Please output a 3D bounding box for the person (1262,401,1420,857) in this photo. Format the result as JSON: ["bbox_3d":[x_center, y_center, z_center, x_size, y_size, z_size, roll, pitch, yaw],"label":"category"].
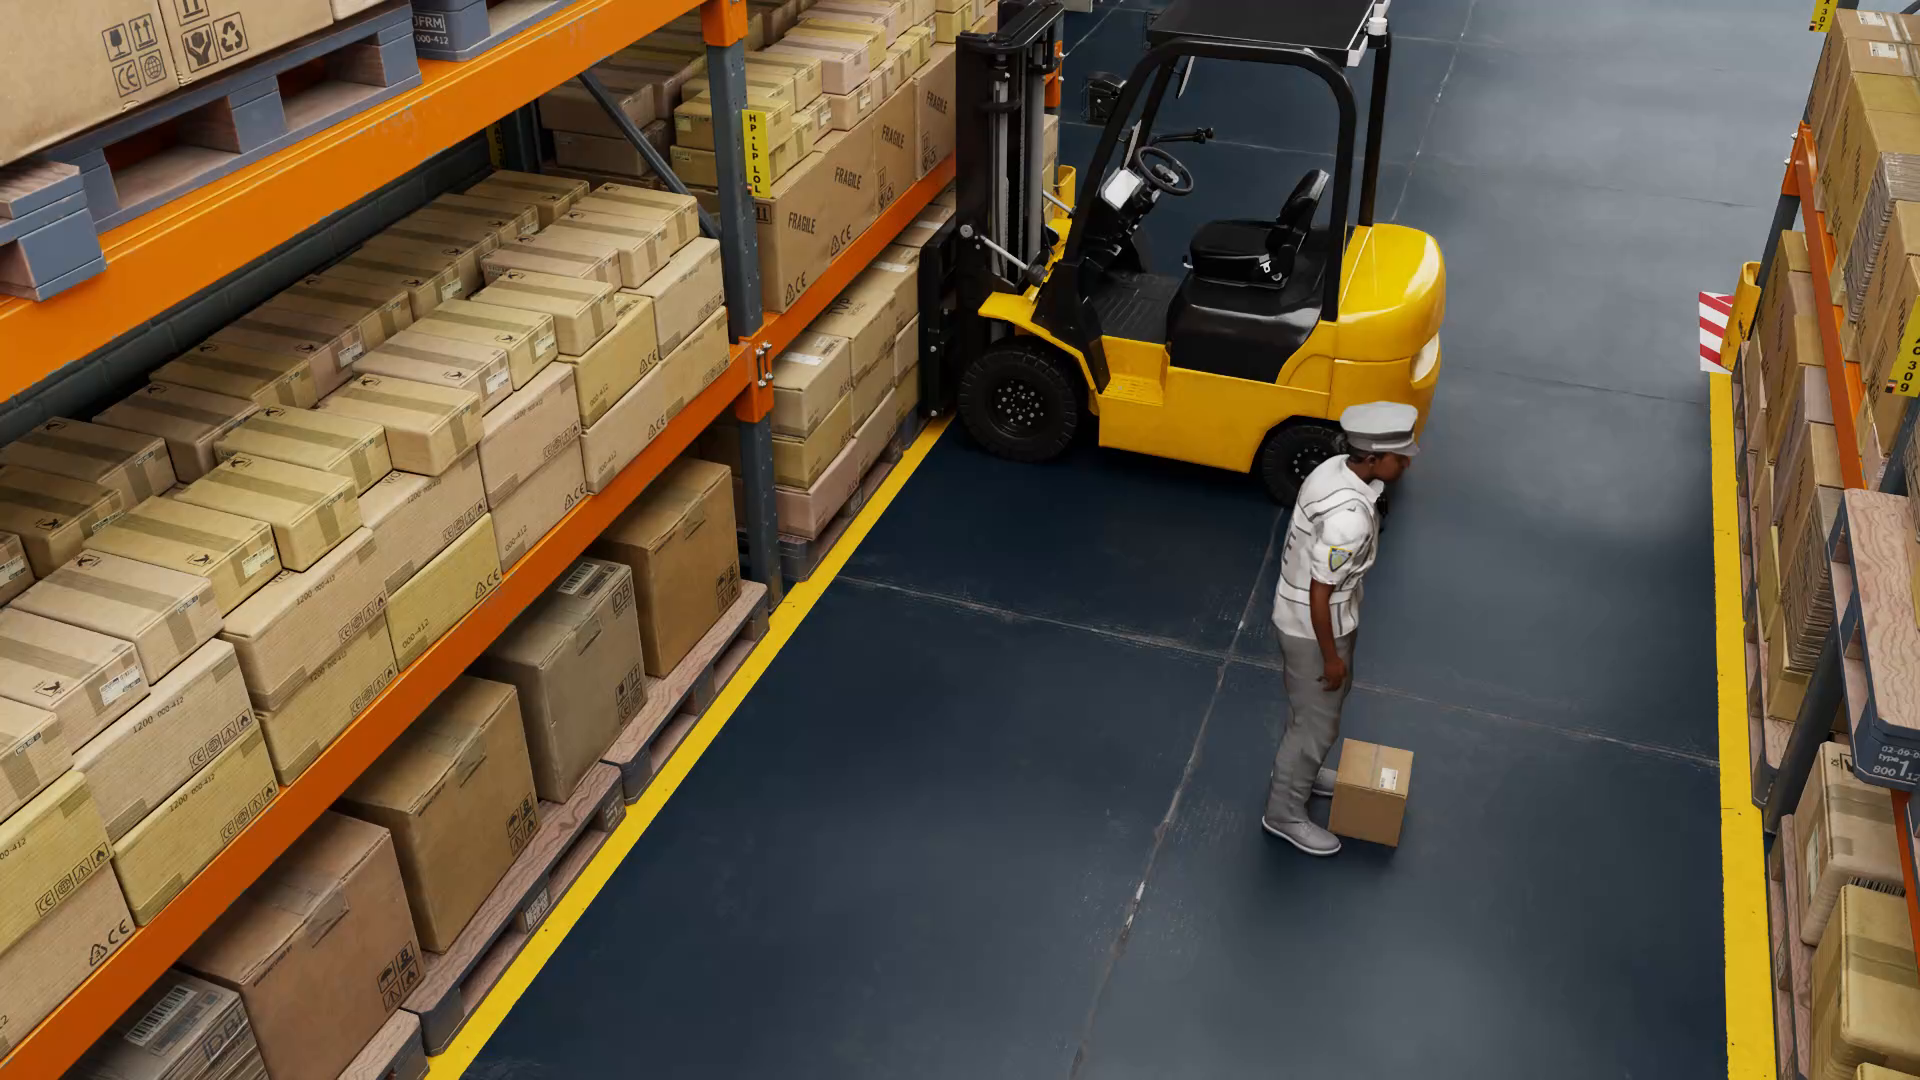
[{"bbox_3d":[1.268,0.286,5.705,0.393,1.662,0.527,10,35,15],"label":"person"}]
